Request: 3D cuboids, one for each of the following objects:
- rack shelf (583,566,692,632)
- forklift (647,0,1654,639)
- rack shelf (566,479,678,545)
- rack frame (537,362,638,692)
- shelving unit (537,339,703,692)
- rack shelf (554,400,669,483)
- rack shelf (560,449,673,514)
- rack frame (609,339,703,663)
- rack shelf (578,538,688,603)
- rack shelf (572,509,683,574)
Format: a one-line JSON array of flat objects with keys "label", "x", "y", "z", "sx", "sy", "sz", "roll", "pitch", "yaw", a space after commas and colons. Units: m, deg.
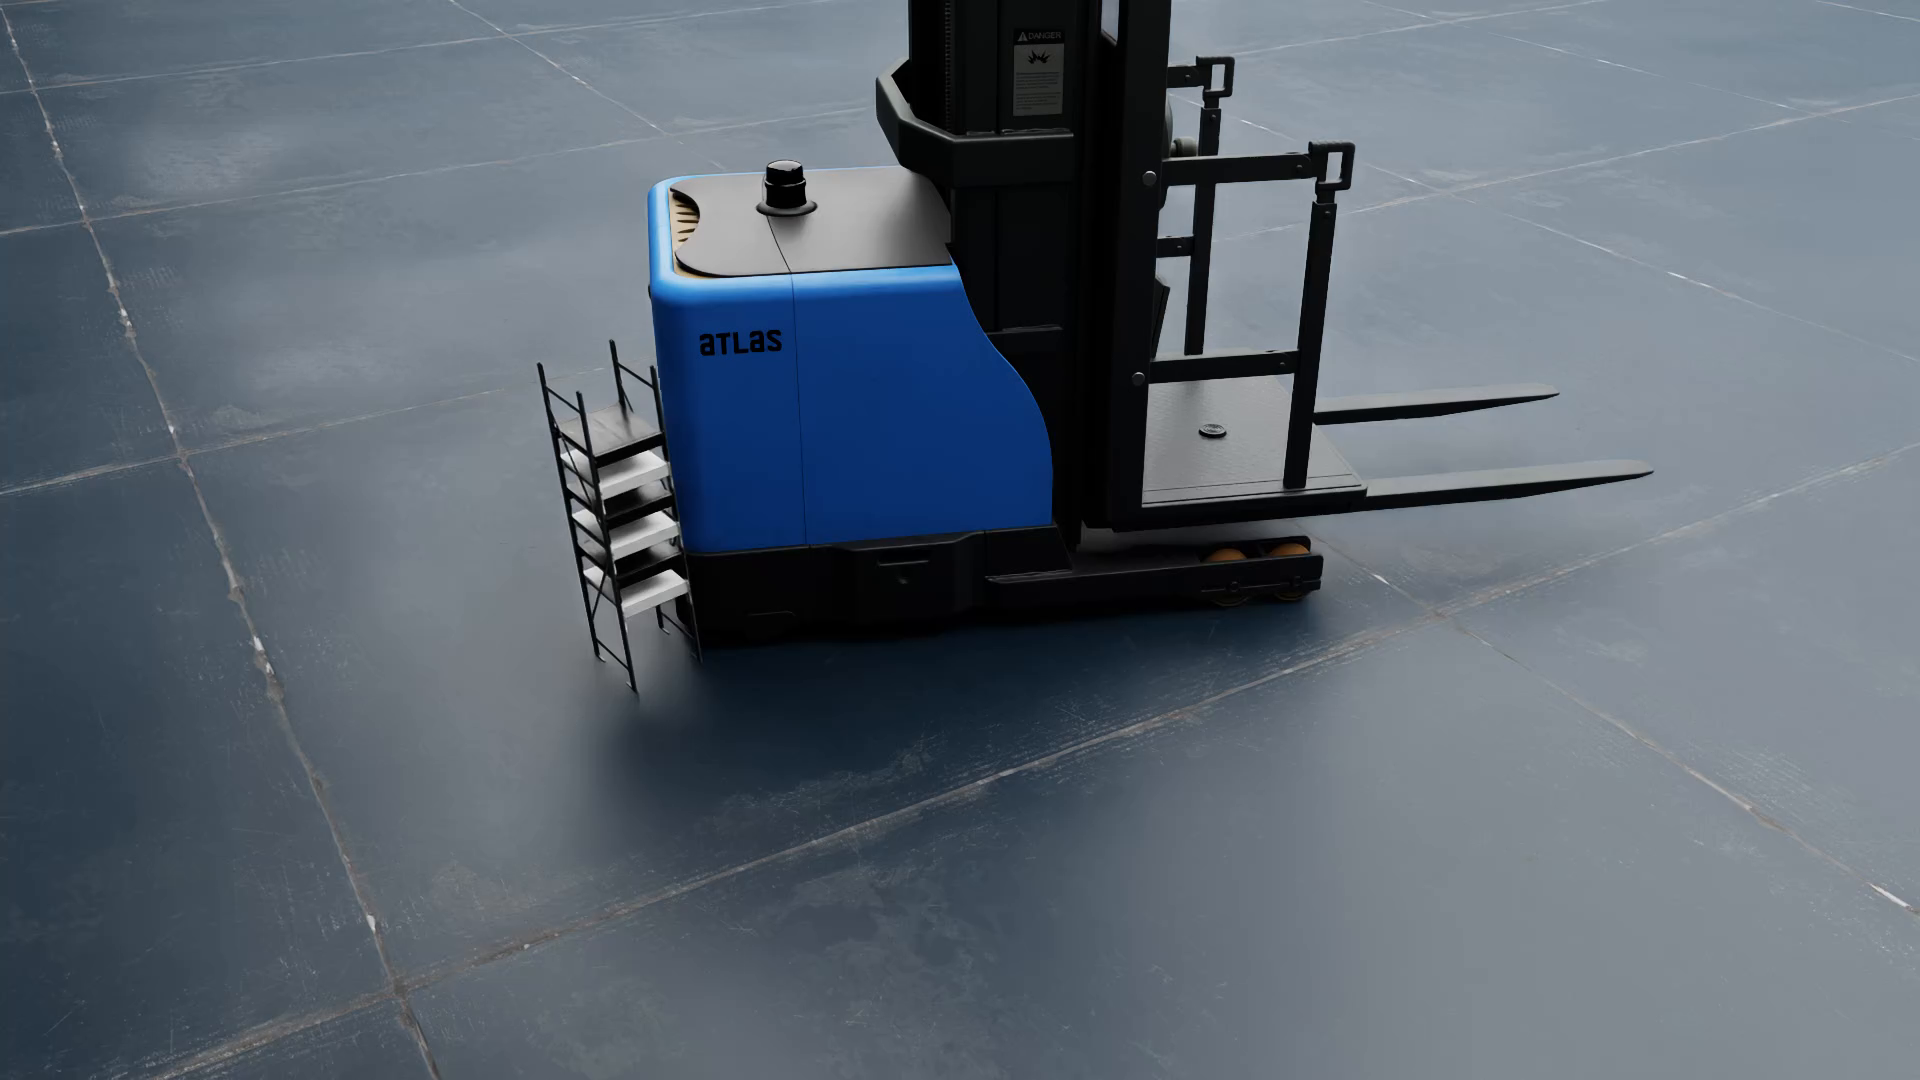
[{"label": "rack shelf", "x": -0.881, "y": 0.128, "z": 4.516, "sx": 0.200, "sy": 0.077, "sz": 0.258, "roll": -24, "pitch": 37, "yaw": -30}, {"label": "forklift", "x": 0.615, "y": -1.335, "z": 4.636, "sx": 3.031, "sy": 2.935, "sz": 1.130, "roll": -5, "pitch": 29, "yaw": -9}, {"label": "rack shelf", "x": -0.895, "y": -0.103, "z": 4.376, "sx": 0.200, "sy": 0.077, "sz": 0.258, "roll": -24, "pitch": 37, "yaw": -30}, {"label": "rack frame", "x": -0.972, "y": -0.019, "z": 4.354, "sx": 0.006, "sy": 0.900, "sz": 0.240, "roll": -24, "pitch": 37, "yaw": -30}, {"label": "shelving unit", "x": -0.892, "y": -0.055, "z": 4.405, "sx": 0.210, "sy": 0.900, "sz": 0.258, "roll": -24, "pitch": 37, "yaw": -30}, {"label": "rack shelf", "x": -0.904, "y": -0.257, "z": 4.283, "sx": 0.200, "sy": 0.077, "sz": 0.258, "roll": -24, "pitch": 37, "yaw": -30}, {"label": "rack shelf", "x": -0.899, "y": -0.180, "z": 4.330, "sx": 0.200, "sy": 0.077, "sz": 0.258, "roll": -24, "pitch": 37, "yaw": -30}, {"label": "rack frame", "x": -0.811, "y": -0.090, "z": 4.456, "sx": 0.006, "sy": 0.900, "sz": 0.240, "roll": -24, "pitch": 37, "yaw": -30}, {"label": "rack shelf", "x": -0.885, "y": 0.051, "z": 4.469, "sx": 0.200, "sy": 0.077, "sz": 0.258, "roll": -24, "pitch": 37, "yaw": -30}, {"label": "rack shelf", "x": -0.890, "y": -0.026, "z": 4.423, "sx": 0.200, "sy": 0.077, "sz": 0.258, "roll": -24, "pitch": 37, "yaw": -30}]
